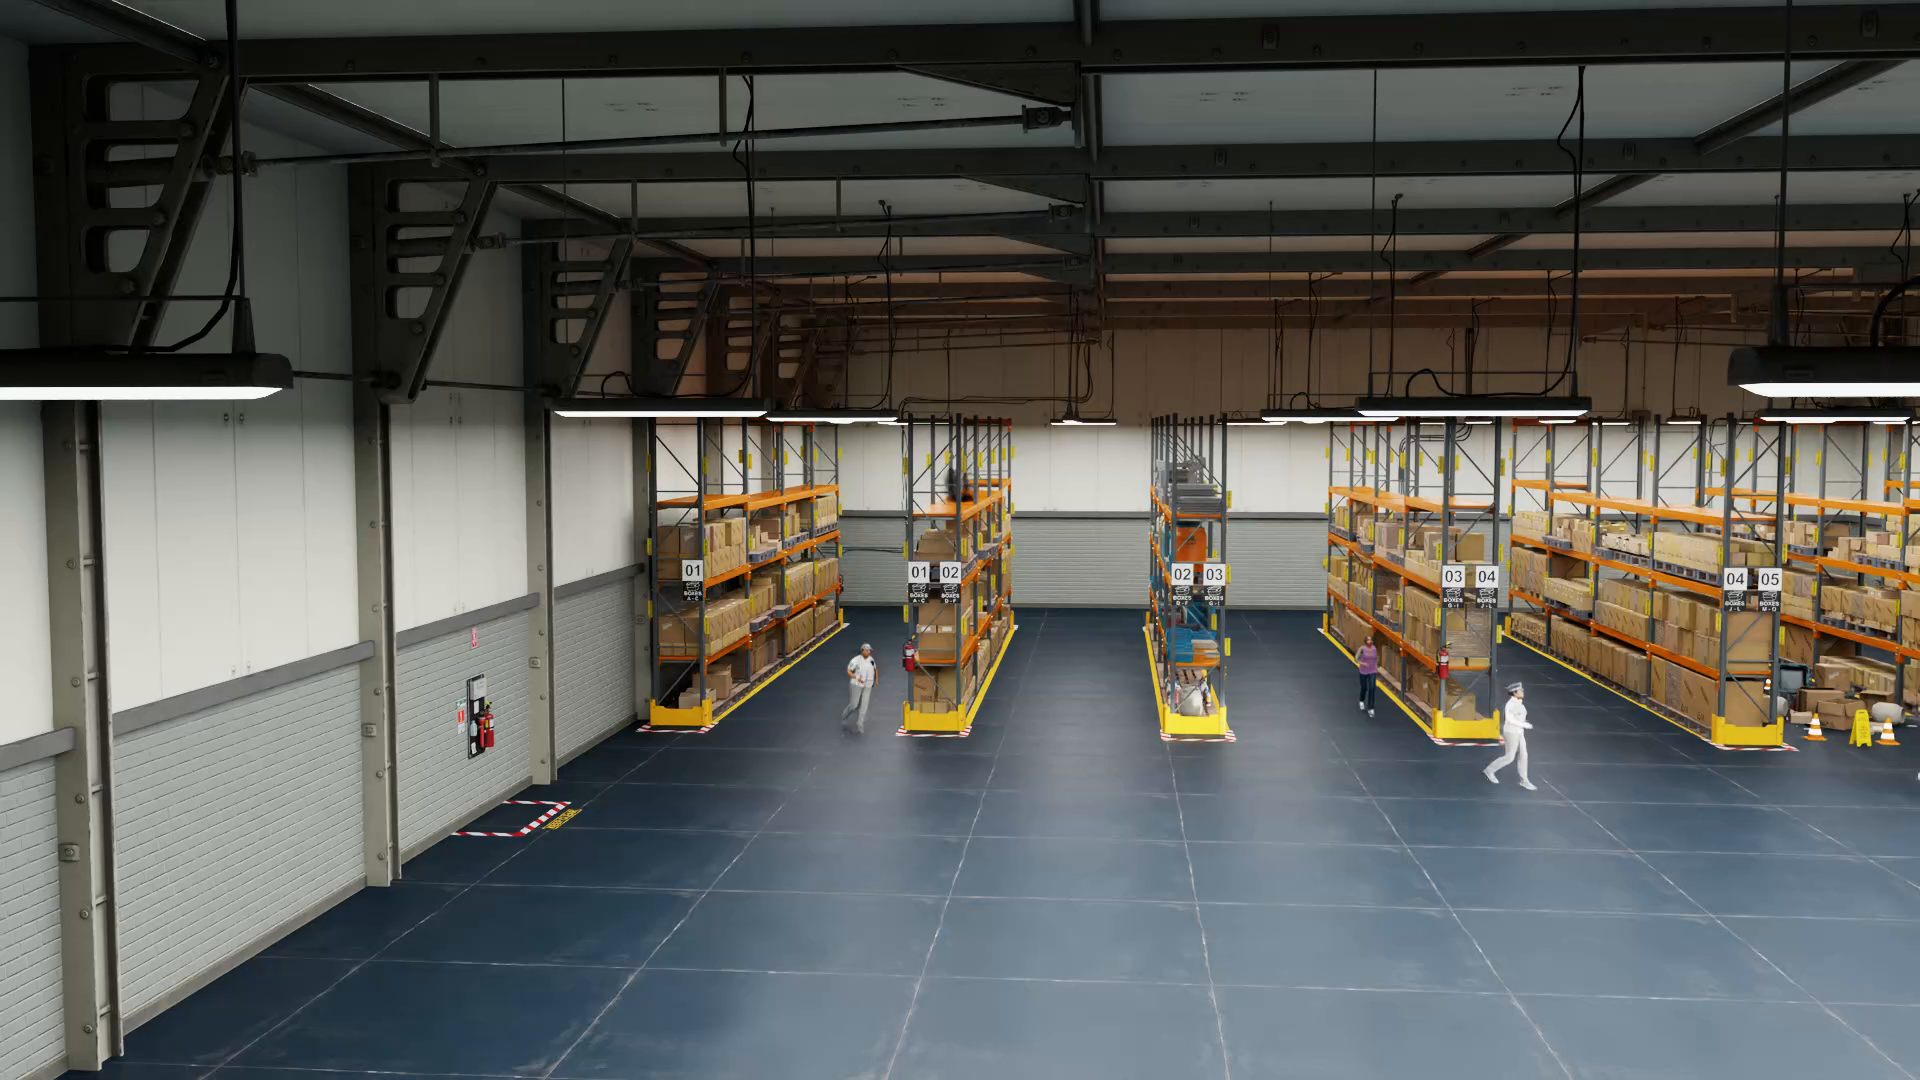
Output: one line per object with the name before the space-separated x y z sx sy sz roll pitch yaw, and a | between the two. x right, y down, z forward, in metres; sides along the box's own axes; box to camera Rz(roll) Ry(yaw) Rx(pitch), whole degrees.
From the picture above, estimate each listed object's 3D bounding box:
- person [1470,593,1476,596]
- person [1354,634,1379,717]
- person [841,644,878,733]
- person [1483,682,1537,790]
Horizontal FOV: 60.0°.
person | 13.825 1.866 44.232 0.727 1.824 0.970 1 4 12
person | 8.141 2.682 33.270 0.534 1.609 0.819 0 4 2
person | -1.845 2.784 31.555 0.691 1.643 0.790 -2 4 -27
person | 8.784 3.098 26.472 0.818 1.715 0.638 3 5 33
